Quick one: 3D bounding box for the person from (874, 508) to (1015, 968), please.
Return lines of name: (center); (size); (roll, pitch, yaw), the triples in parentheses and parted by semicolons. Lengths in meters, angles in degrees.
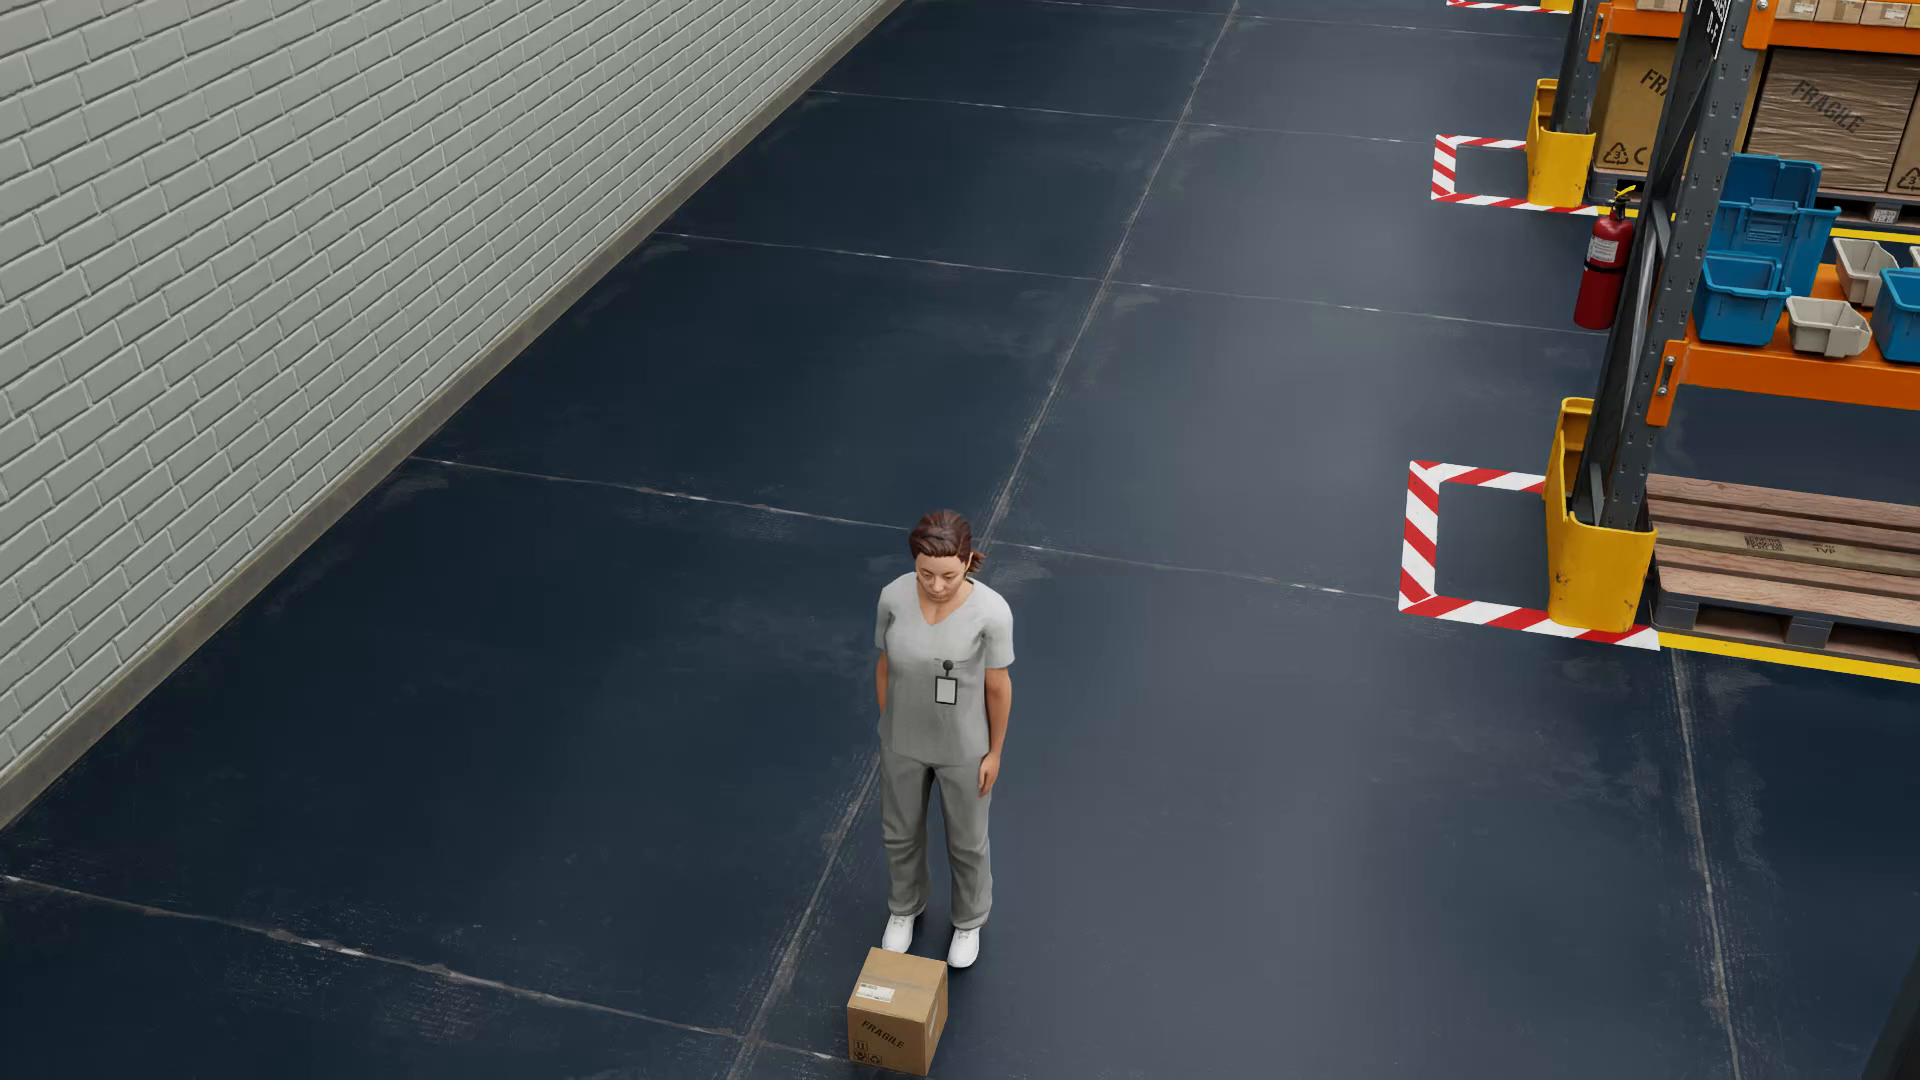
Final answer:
person: (-0.052, 0.620, 5.190); (0.440, 1.673, 0.361); (9, 34, 13)
